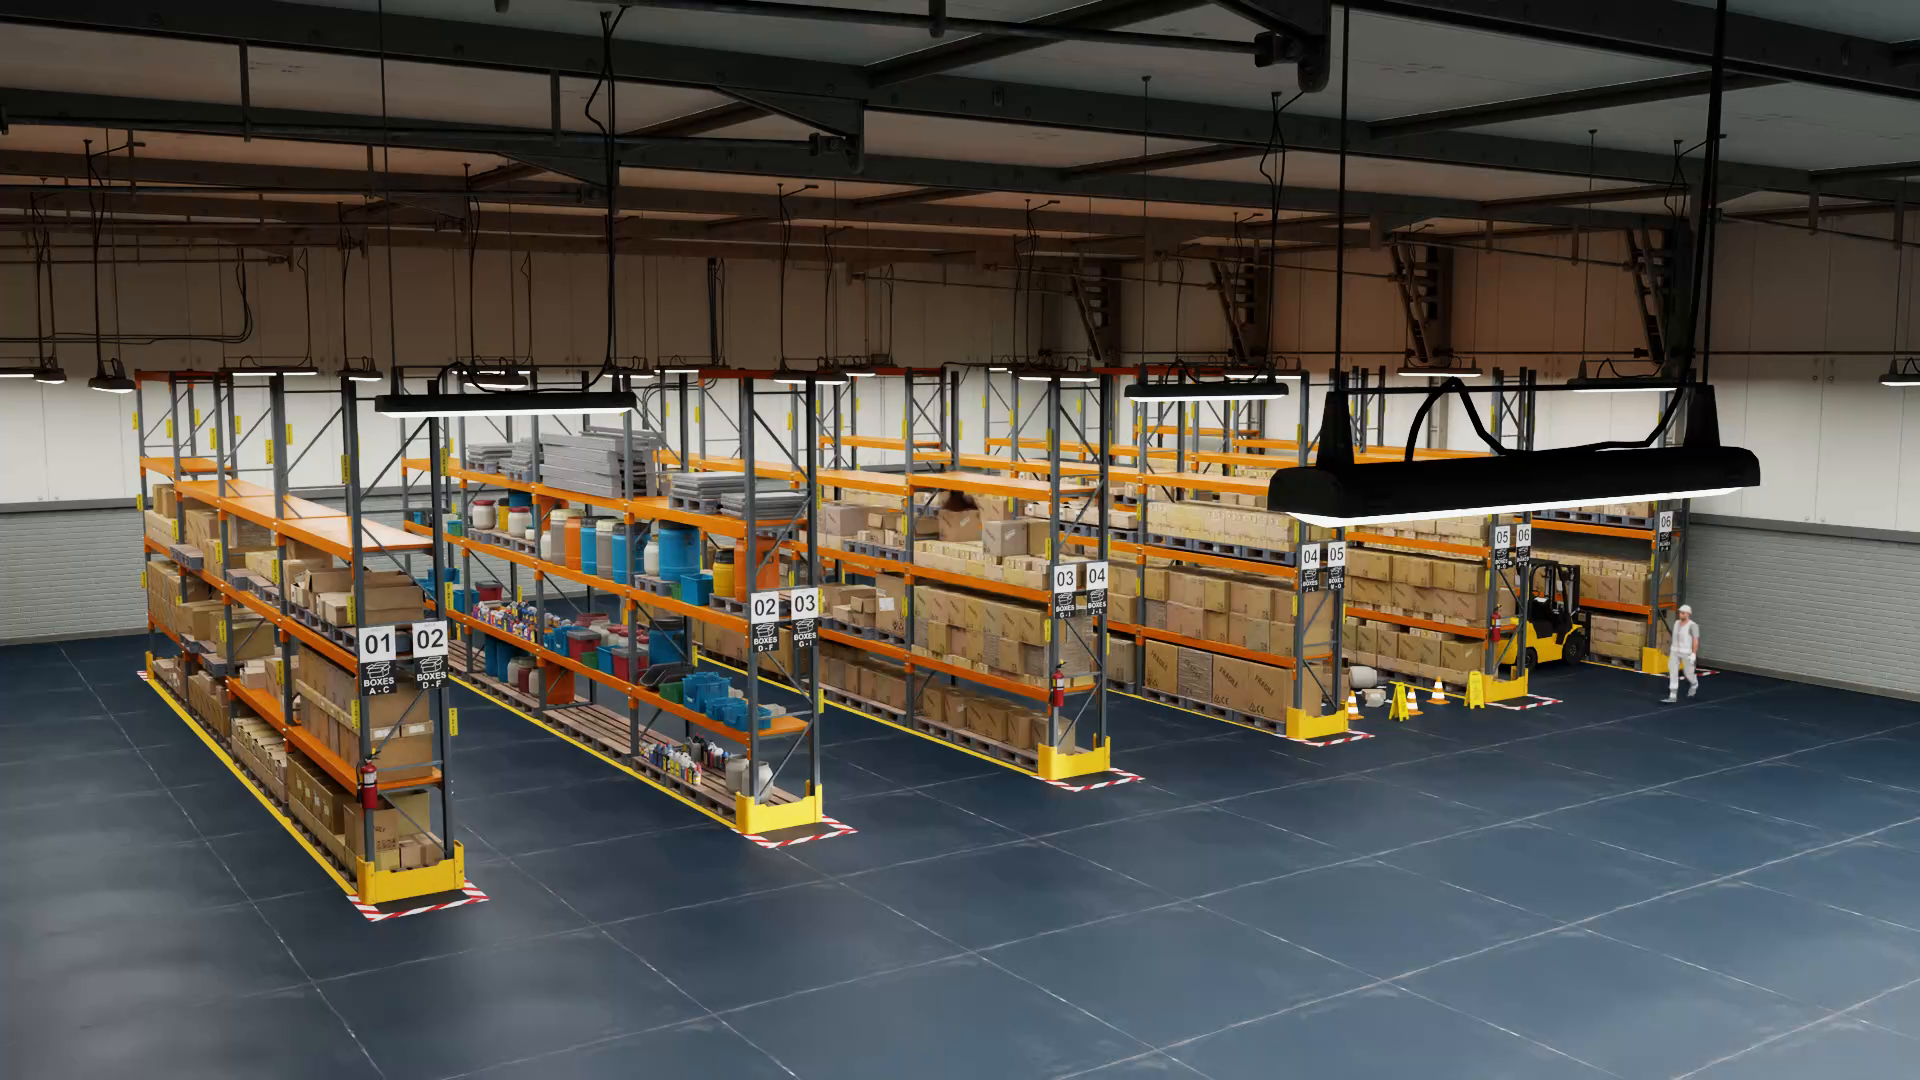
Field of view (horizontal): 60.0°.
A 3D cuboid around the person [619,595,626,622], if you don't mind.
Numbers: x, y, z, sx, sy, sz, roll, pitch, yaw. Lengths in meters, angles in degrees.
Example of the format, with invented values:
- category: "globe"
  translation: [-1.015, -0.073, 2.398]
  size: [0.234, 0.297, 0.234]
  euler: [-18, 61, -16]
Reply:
- category: "person"
  translation: [-7.795, 1.101, 38.981]
  size: [0.361, 1.708, 0.476]
  euler: [3, 7, 24]

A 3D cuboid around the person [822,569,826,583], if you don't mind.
- category: "person"
  translation: [-3.367, 1.195, 38.290]
  size: [0.597, 1.726, 0.940]
  euler: [-4, 8, -32]

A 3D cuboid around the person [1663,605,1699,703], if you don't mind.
- category: "person"
  translation: [13.121, 2.057, 30.136]
  size: [0.524, 1.775, 0.899]
  euler: [6, 9, 42]
